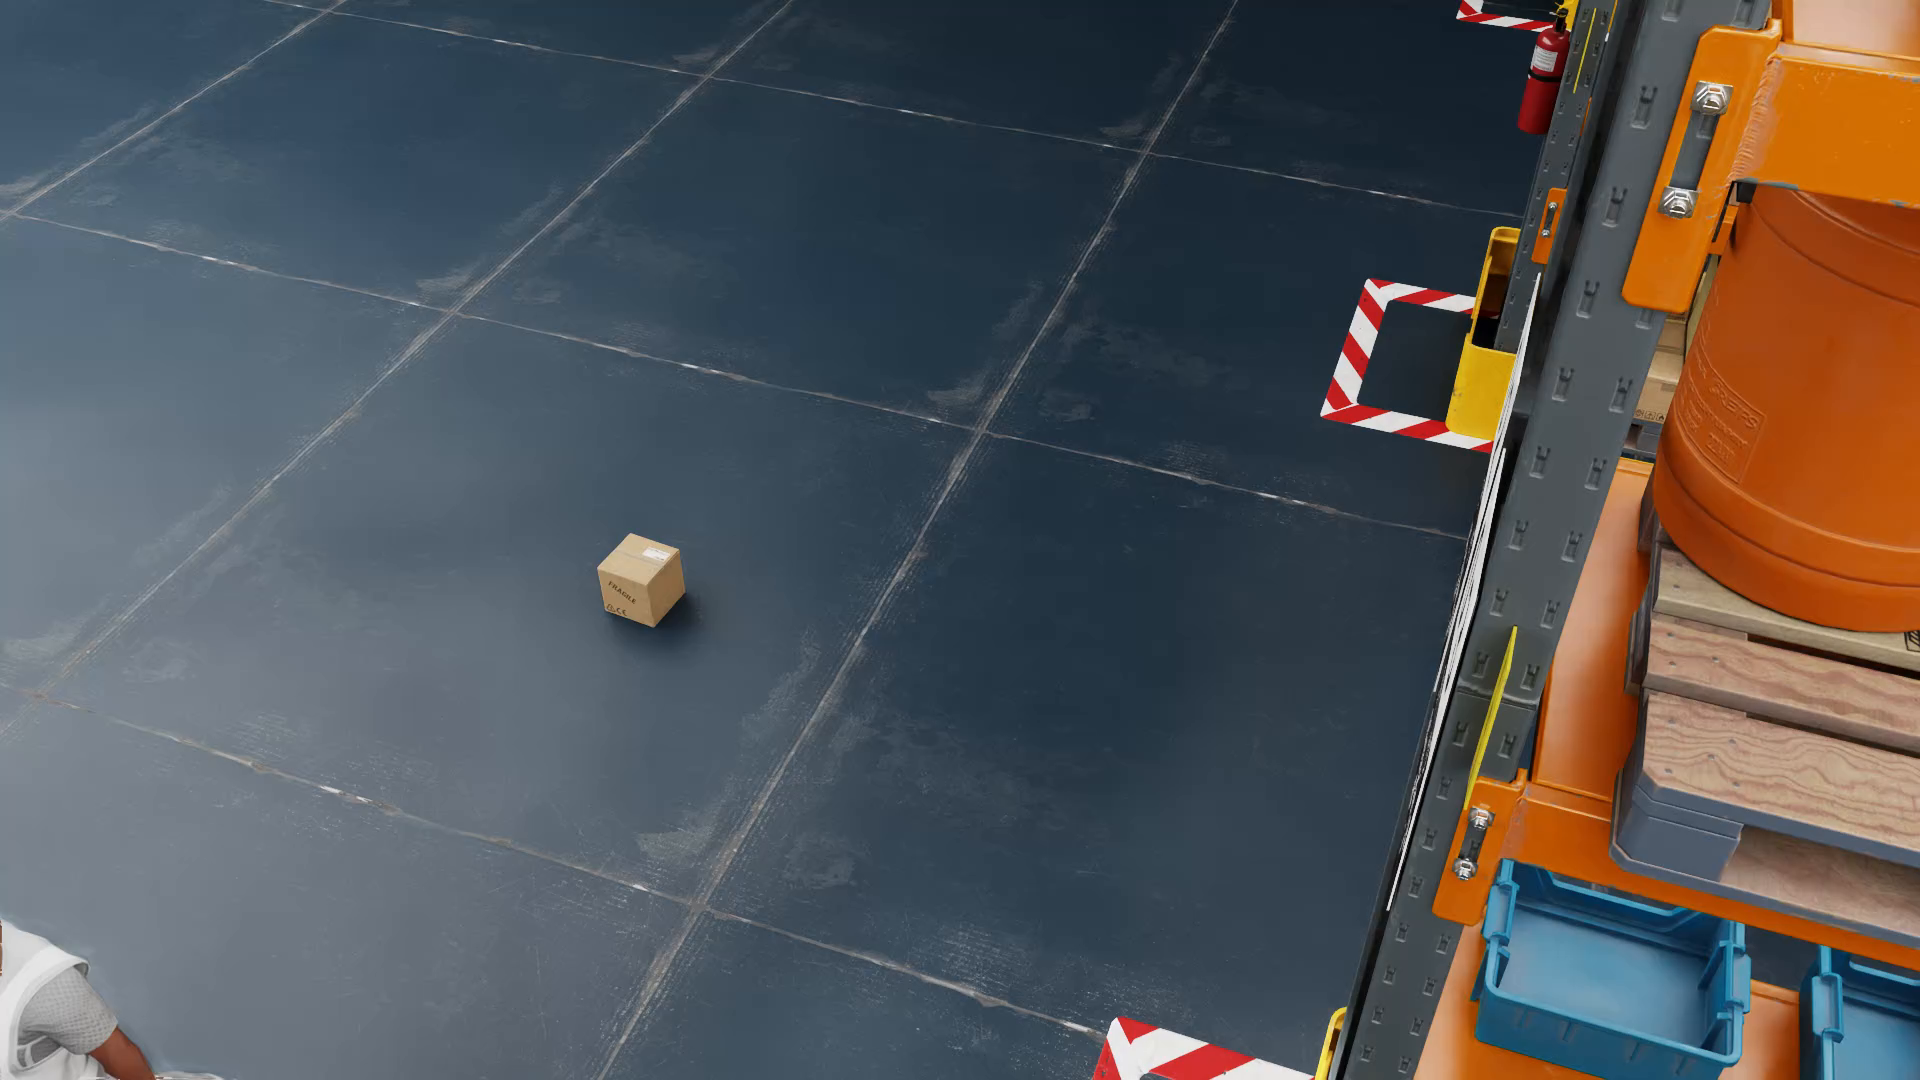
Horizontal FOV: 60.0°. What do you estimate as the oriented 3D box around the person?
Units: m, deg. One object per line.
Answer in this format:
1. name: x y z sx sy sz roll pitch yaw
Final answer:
1. person: -2.498 1.493 4.438 0.604 1.740 1.054 21 45 23
